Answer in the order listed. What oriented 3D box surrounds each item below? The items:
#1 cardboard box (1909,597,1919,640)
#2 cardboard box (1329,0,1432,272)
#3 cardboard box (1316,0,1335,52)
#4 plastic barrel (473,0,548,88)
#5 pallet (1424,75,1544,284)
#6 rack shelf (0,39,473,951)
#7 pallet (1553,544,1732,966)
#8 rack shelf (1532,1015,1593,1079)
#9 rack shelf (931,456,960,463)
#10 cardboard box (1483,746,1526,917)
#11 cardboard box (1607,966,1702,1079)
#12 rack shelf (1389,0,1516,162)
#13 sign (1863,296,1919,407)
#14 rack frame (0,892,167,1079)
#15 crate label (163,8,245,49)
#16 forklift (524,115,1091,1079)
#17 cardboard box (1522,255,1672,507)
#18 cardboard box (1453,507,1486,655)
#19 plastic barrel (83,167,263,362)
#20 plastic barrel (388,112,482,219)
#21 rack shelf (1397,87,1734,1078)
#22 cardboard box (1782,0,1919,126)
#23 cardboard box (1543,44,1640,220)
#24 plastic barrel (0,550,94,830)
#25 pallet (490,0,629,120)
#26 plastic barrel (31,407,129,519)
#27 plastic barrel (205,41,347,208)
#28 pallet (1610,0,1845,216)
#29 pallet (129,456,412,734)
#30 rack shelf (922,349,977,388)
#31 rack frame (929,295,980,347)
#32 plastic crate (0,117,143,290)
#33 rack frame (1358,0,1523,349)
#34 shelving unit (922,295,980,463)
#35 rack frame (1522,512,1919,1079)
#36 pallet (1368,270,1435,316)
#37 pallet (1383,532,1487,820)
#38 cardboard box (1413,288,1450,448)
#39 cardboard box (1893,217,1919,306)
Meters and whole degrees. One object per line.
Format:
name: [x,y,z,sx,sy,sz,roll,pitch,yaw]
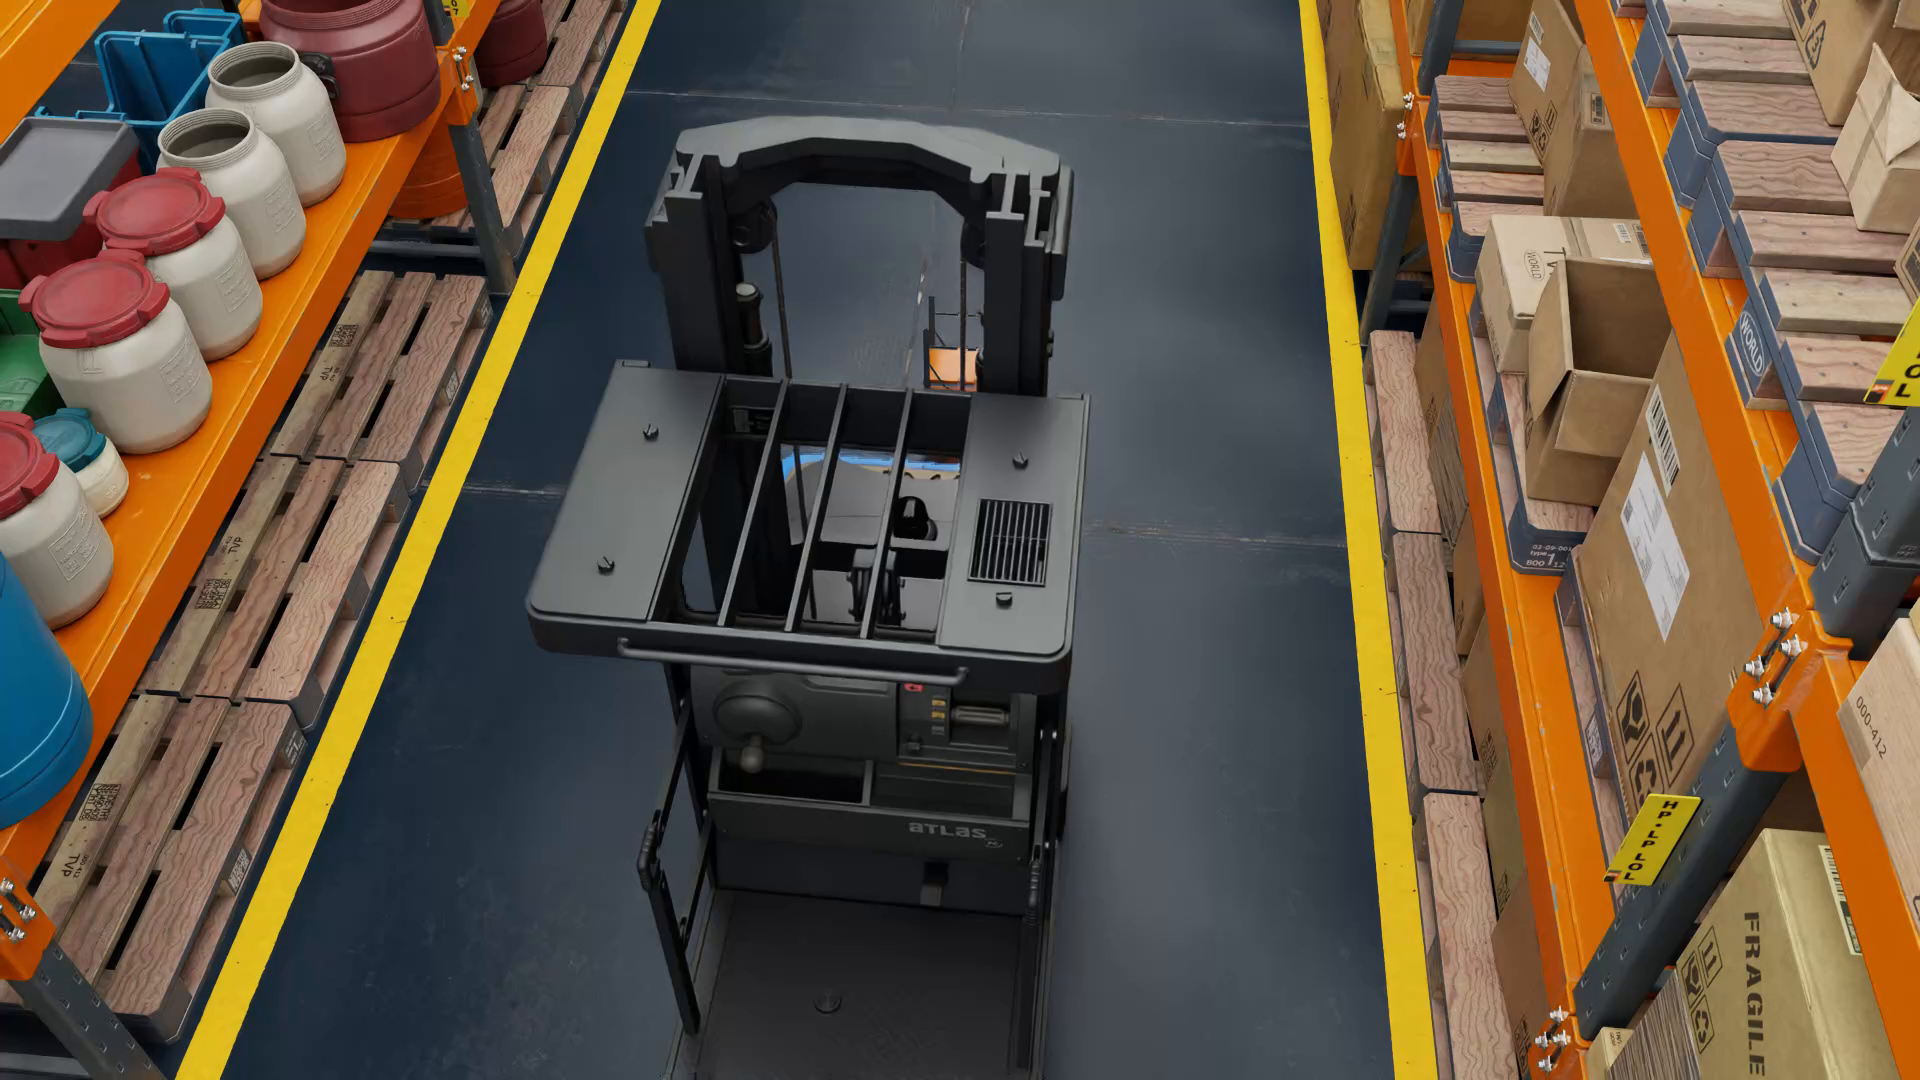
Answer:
cardboard box: [1.626,0.162,2.393,0.380,0.149,0.250,3,48,2]
cardboard box: [2.410,-1.829,7.571,1.225,0.875,0.875,2,48,2]
cardboard box: [2.572,-3.134,8.765,1.225,0.875,0.875,2,48,2]
plastic barrel: [-2.475,-2.750,8.608,0.600,0.588,0.708,4,48,4]
pallet: [2.368,-1.303,6.065,1.213,0.211,1.003,4,48,4]
rack shelf: [-2.788,-0.519,5.706,1.077,0.370,4.000,4,48,4]
pallet: [2.177,0.553,4.367,1.003,0.211,1.213,4,48,4]
rack shelf: [1.780,2.753,2.713,1.077,0.370,4.000,4,48,4]
rack shelf: [-0.001,-0.283,6.445,0.258,0.103,0.180,4,48,4]
cardboard box: [2.102,0.937,5.282,0.700,0.500,0.500,4,48,3]
cardboard box: [1.860,1.233,3.346,0.875,0.500,0.500,4,48,4]
rack shelf: [2.509,-3.126,8.089,1.077,0.370,4.000,4,48,4]
sign: [1.409,-0.314,2.380,0.100,0.325,0.005,4,48,4]
rack frame: [-2.967,0.708,4.096,0.949,2.616,0.053,4,48,4]
crate label: [-3.017,-1.891,6.586,0.303,0.233,0.416,4,48,4]
forklift: [-0.278,0.548,4.288,1.130,2.935,3.031,5,48,4]
cardboard box: [2.028,-0.416,4.769,0.797,0.503,0.637,8,48,8]
cardboard box: [2.203,0.116,6.033,0.700,0.500,0.500,7,48,7]
plastic barrel: [-2.558,-0.884,5.459,0.433,0.535,0.433,0,48,0]
plastic barrel: [-2.578,-2.002,7.760,0.600,0.830,0.708,4,48,4]
rack shelf: [2.144,-0.186,5.401,1.077,0.370,4.000,4,48,4]
cardboard box: [2.189,-1.180,3.435,0.797,0.503,0.637,6,48,5]
cardboard box: [2.366,-1.258,5.541,0.700,0.500,0.500,10,48,9]
plastic barrel: [-2.633,0.275,4.152,0.600,0.901,0.708,4,48,4]
pallet: [-2.461,-2.767,9.164,1.003,0.211,1.213,4,48,4]
plastic barrel: [-2.697,-0.208,5.027,0.301,0.262,0.301,0,48,0]
plastic barrel: [-2.487,-1.499,6.039,0.421,0.512,0.421,0,48,0]
pallet: [2.216,-1.117,3.860,1.213,0.211,1.003,4,48,4]
pallet: [-2.829,0.170,6.477,1.003,0.211,1.213,4,48,4]
rack shelf: [-0.001,-0.607,6.091,0.258,0.103,0.180,4,48,4]
rack frame: [0.007,-0.462,6.385,0.240,1.200,0.006,4,48,4]
plastic crate: [-3.058,-1.087,5.694,0.402,0.464,0.583,4,48,4]
rack frame: [2.327,-1.899,6.480,1.000,3.000,0.127,4,48,4]
shelving unit: [-0.001,-0.394,6.323,0.258,1.200,0.189,4,48,4]
rack frame: [1.962,1.041,3.791,1.000,3.000,0.127,4,48,4]
pallet: [2.474,-1.532,8.034,1.003,0.211,1.213,4,48,4]
pallet: [2.140,0.510,6.166,1.003,0.211,1.213,4,48,4]
cardboard box: [2.286,-0.710,6.788,0.700,0.500,0.500,2,48,1]
cardboard box: [2.104,-0.487,2.801,0.797,0.503,0.637,2,48,2]
